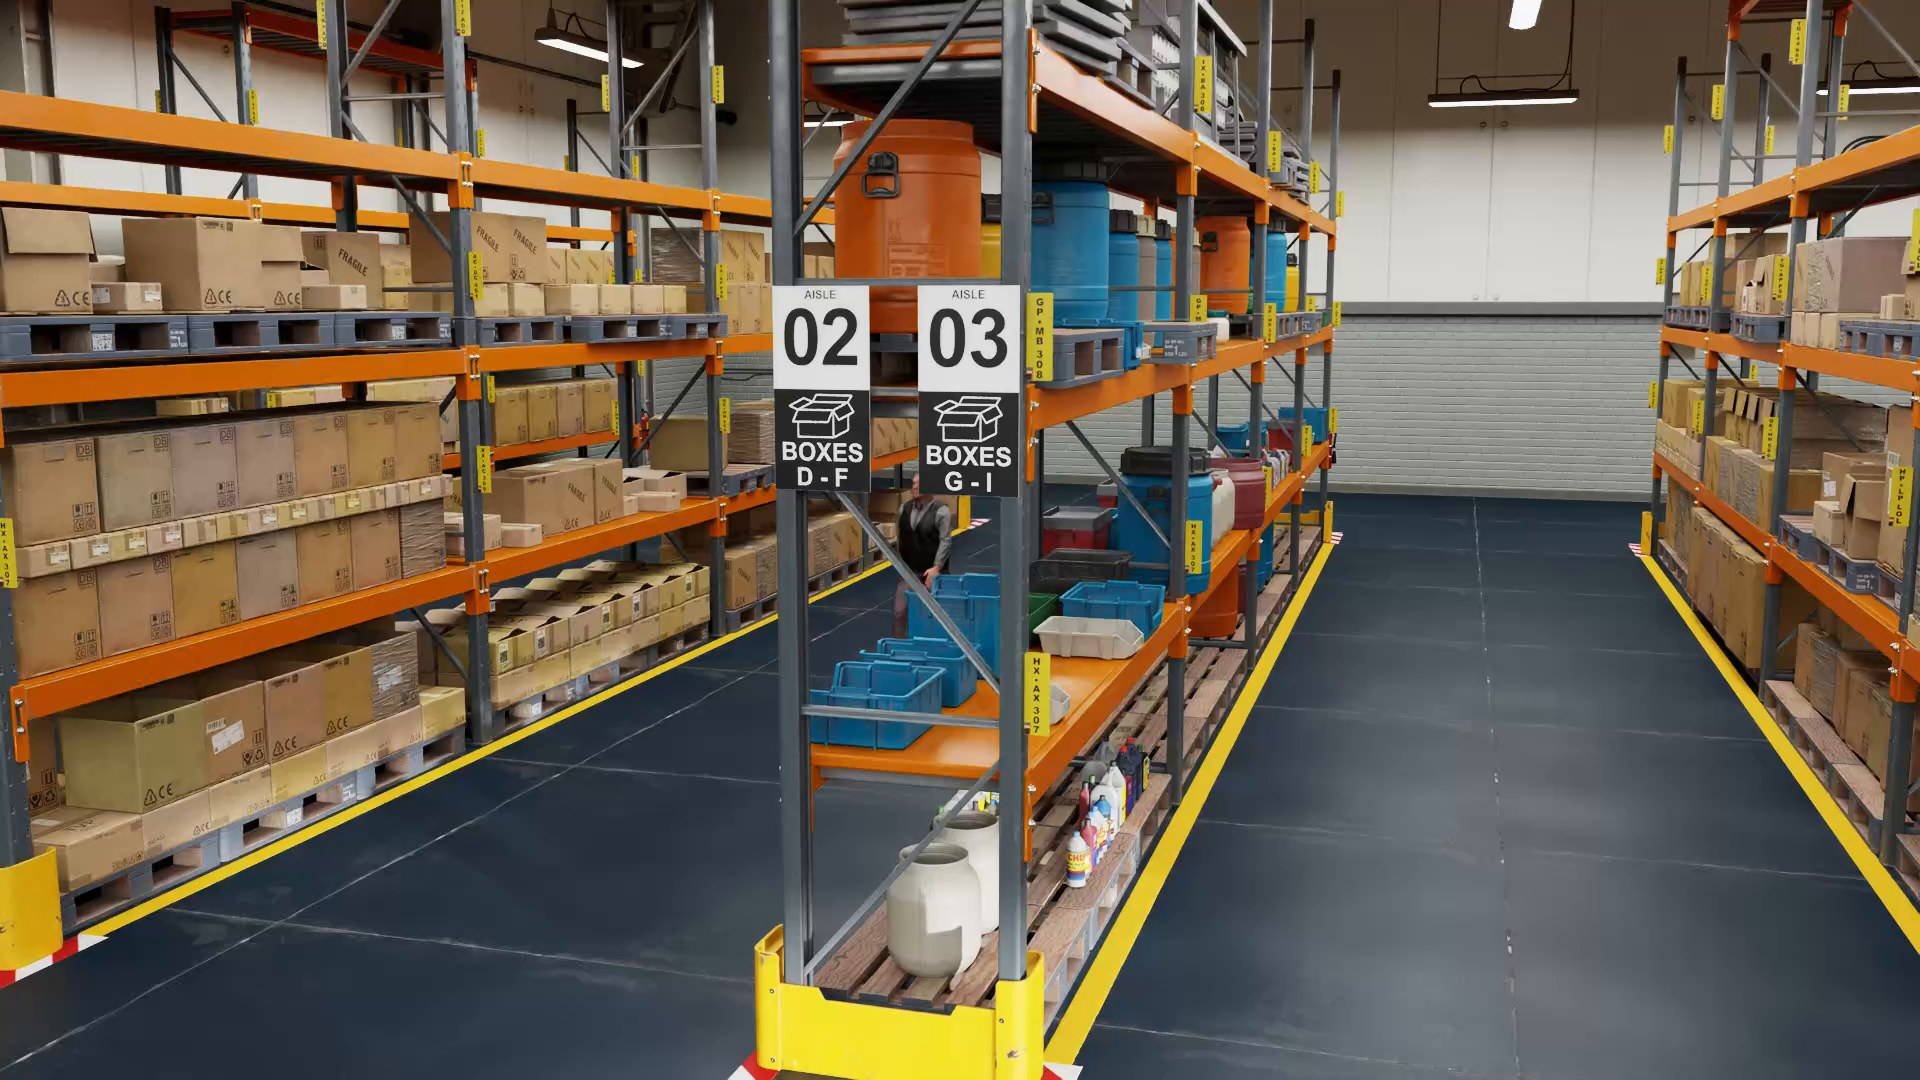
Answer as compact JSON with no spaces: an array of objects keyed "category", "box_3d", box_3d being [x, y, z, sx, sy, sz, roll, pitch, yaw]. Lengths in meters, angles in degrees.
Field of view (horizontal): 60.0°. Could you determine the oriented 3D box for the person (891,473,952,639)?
[{"category":"person","box_3d":[-0.335,0.294,13.912,0.566,1.730,0.863,4,9,24]}]
